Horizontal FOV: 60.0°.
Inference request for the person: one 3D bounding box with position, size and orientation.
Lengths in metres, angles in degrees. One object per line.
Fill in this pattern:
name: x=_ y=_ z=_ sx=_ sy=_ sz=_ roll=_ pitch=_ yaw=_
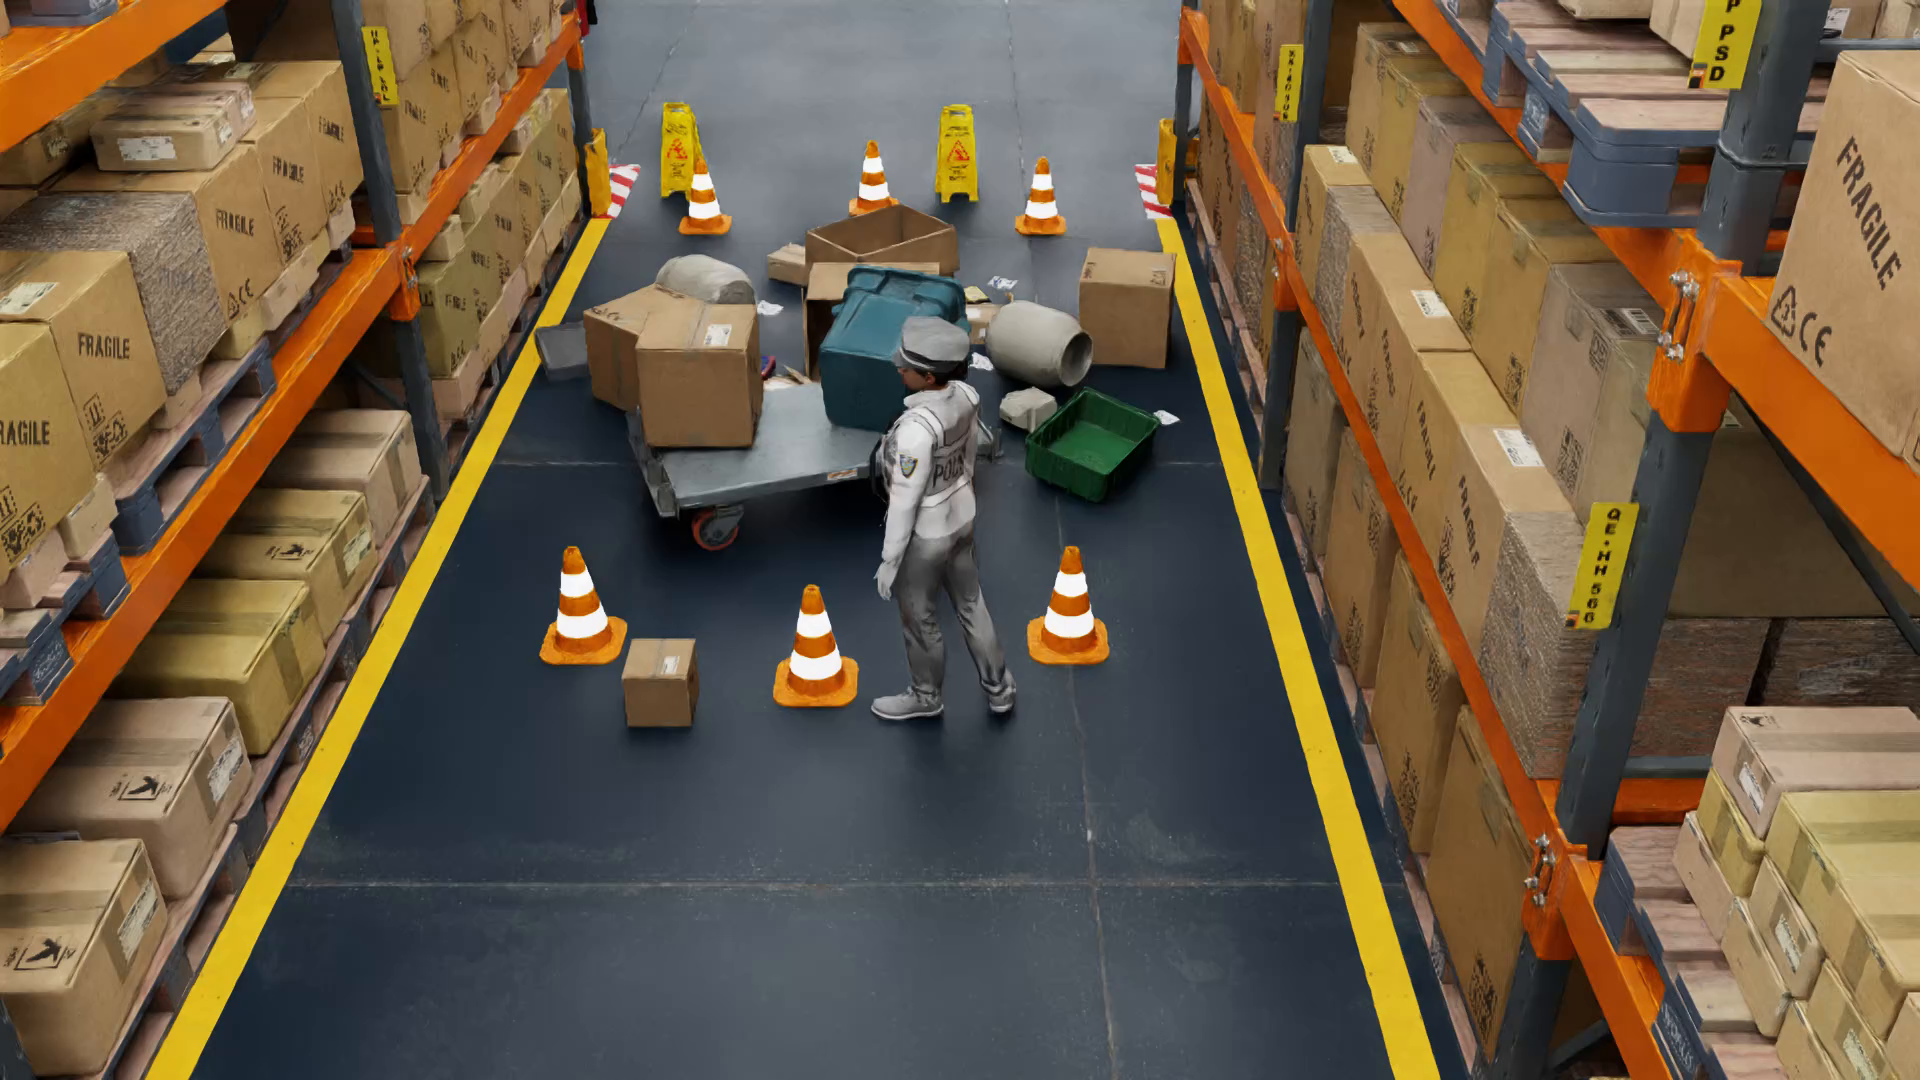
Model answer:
person: x=-0.069 y=-0.028 z=6.169 sx=0.505 sy=1.678 sz=0.635 roll=18 pitch=36 yaw=27
